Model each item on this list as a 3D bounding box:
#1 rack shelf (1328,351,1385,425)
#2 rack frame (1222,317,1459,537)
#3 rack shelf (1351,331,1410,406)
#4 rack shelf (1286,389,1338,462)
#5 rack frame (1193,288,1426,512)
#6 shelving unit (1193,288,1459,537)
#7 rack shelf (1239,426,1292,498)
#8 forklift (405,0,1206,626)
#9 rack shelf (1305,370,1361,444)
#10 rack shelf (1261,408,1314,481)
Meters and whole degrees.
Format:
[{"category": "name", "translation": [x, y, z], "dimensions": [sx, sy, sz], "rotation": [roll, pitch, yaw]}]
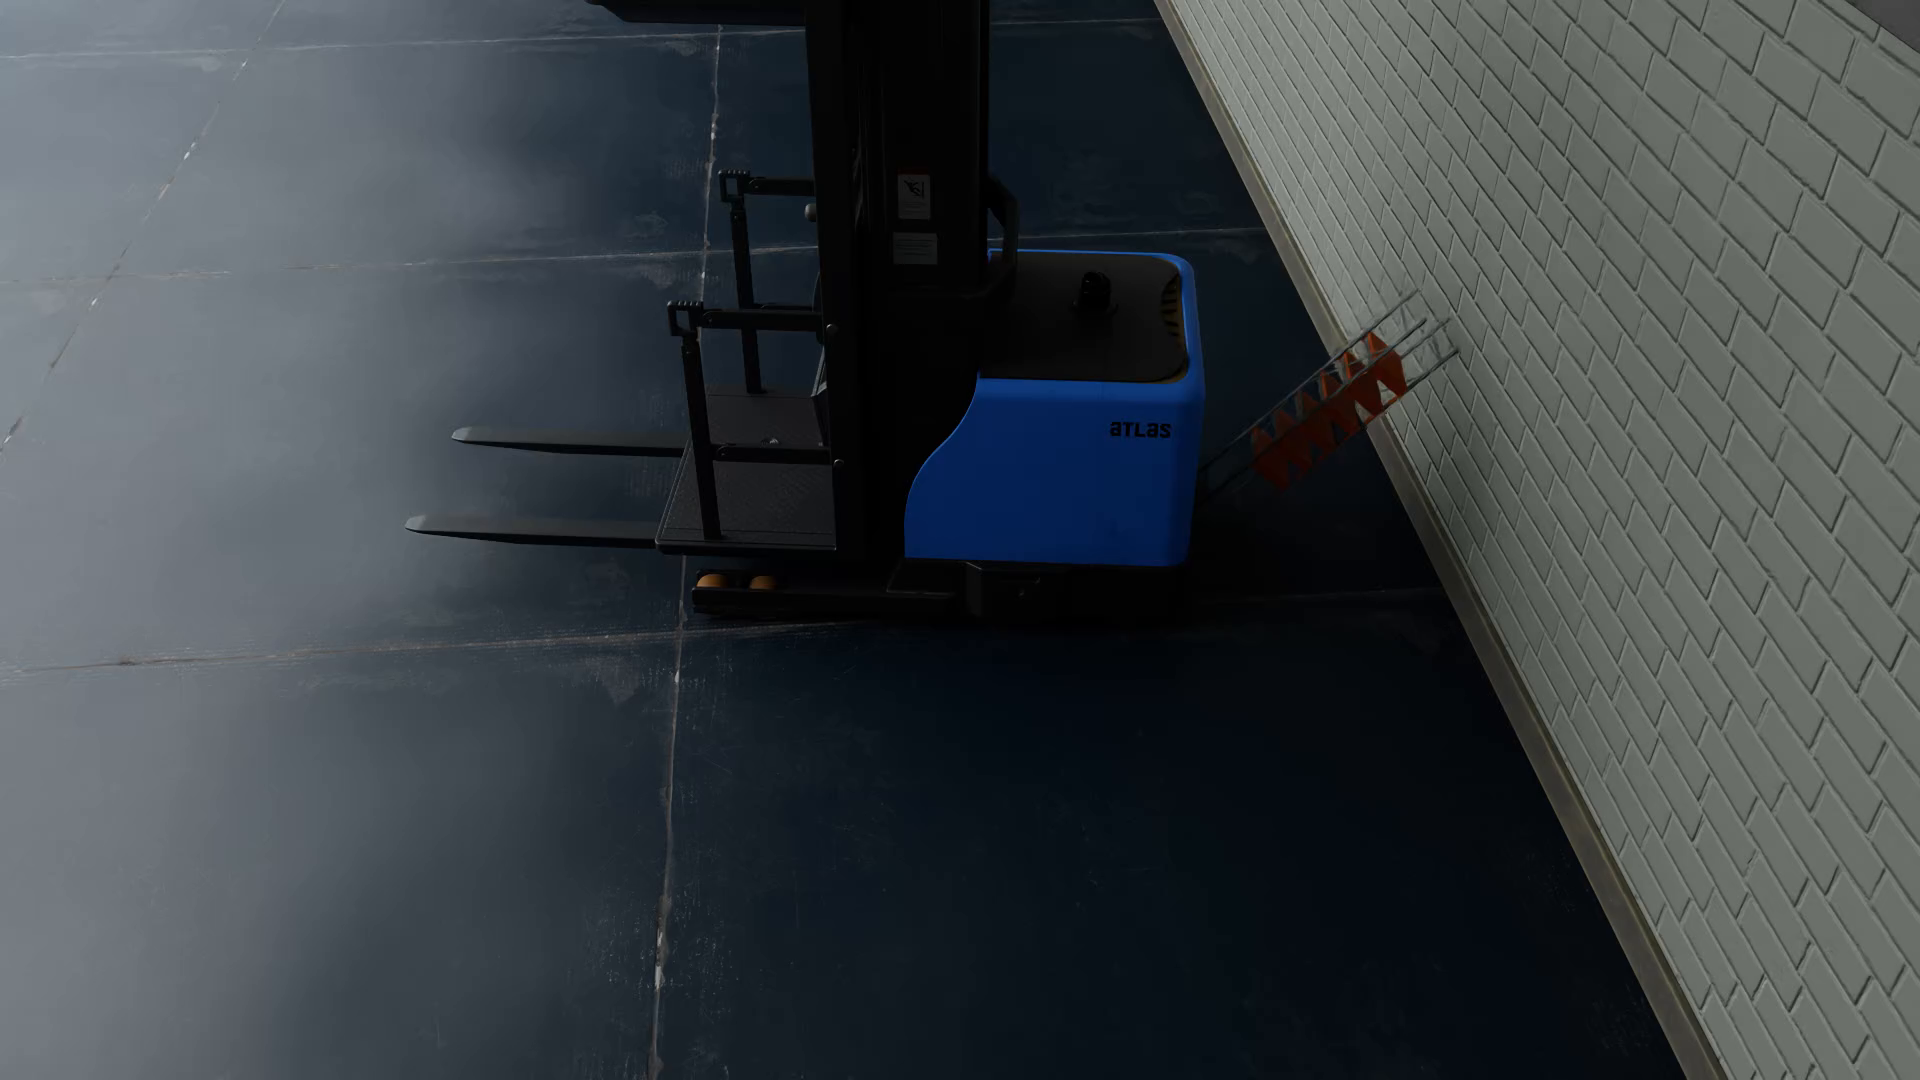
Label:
[{"category": "rack shelf", "translation": [1.525, -0.594, 6.414], "dimensions": [0.180, 0.103, 0.258], "rotation": [35, 33, -20]}, {"category": "rack frame", "translation": [1.471, -0.432, 6.547], "dimensions": [0.006, 1.200, 0.240], "rotation": [35, 33, -20]}, {"category": "rack shelf", "translation": [1.602, -0.662, 6.352], "dimensions": [0.180, 0.103, 0.258], "rotation": [35, 33, -20]}, {"category": "rack shelf", "translation": [1.372, -0.456, 6.538], "dimensions": [0.180, 0.103, 0.258], "rotation": [35, 33, -20]}, {"category": "rack frame", "translation": [1.330, -0.531, 6.483], "dimensions": [0.006, 1.200, 0.240], "rotation": [35, 33, -20]}, {"category": "shelving unit", "translation": [1.401, -0.482, 6.515], "dimensions": [0.189, 1.200, 0.258], "rotation": [35, 33, -20]}, {"category": "rack shelf", "translation": [1.219, -0.319, 6.662], "dimensions": [0.180, 0.103, 0.258], "rotation": [35, 33, -20]}, {"category": "forklift", "translation": [-0.626, -1.174, 5.871], "dimensions": [3.031, 2.935, 1.130], "rotation": [2, 38, 3]}, {"category": "rack shelf", "translation": [1.449, -0.525, 6.476], "dimensions": [0.180, 0.103, 0.258], "rotation": [35, 33, -20]}, {"category": "rack shelf", "translation": [1.296, -0.387, 6.600], "dimensions": [0.180, 0.103, 0.258], "rotation": [35, 33, -20]}]
